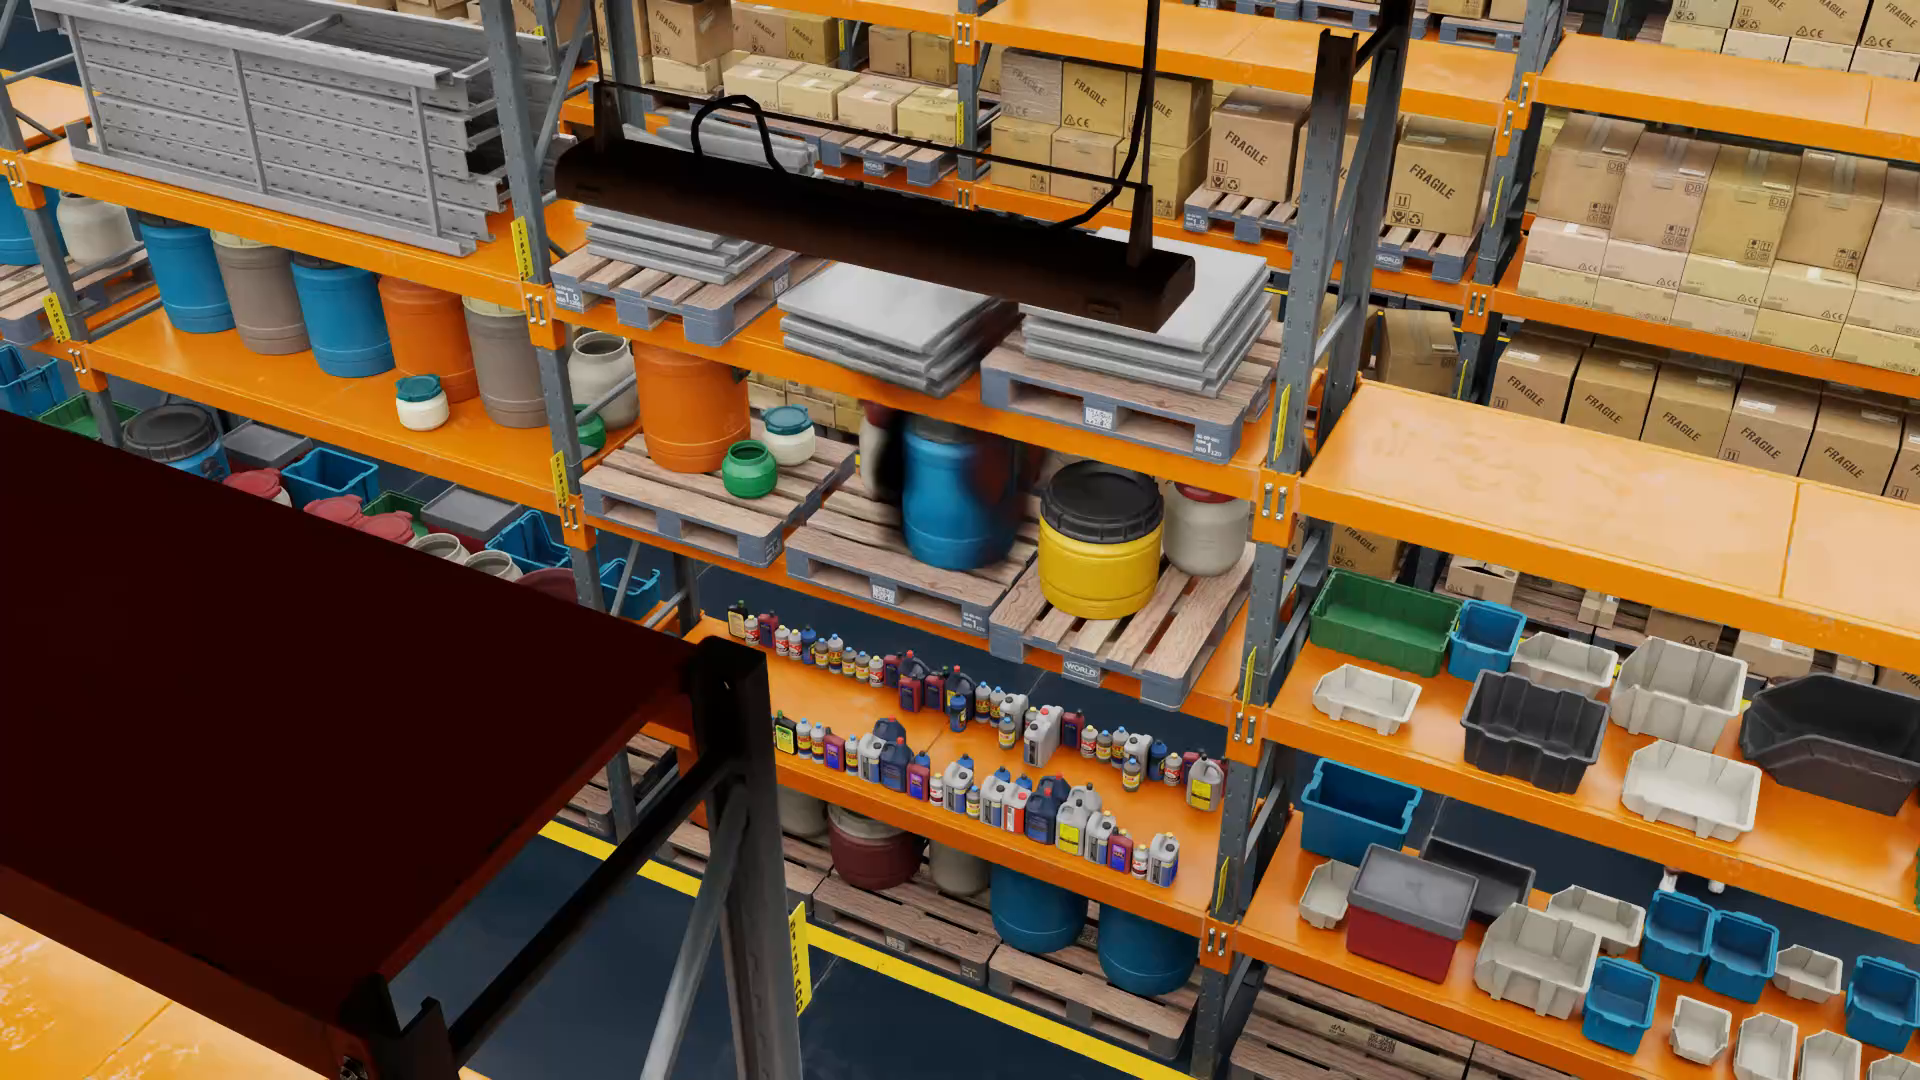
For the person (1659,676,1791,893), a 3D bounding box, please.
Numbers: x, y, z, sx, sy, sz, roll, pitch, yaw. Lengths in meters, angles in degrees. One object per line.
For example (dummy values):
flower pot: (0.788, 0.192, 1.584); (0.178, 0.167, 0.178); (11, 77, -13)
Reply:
person: (4.771, 1.547, 10.223); (0.569, 1.673, 0.484); (-29, 44, -34)
